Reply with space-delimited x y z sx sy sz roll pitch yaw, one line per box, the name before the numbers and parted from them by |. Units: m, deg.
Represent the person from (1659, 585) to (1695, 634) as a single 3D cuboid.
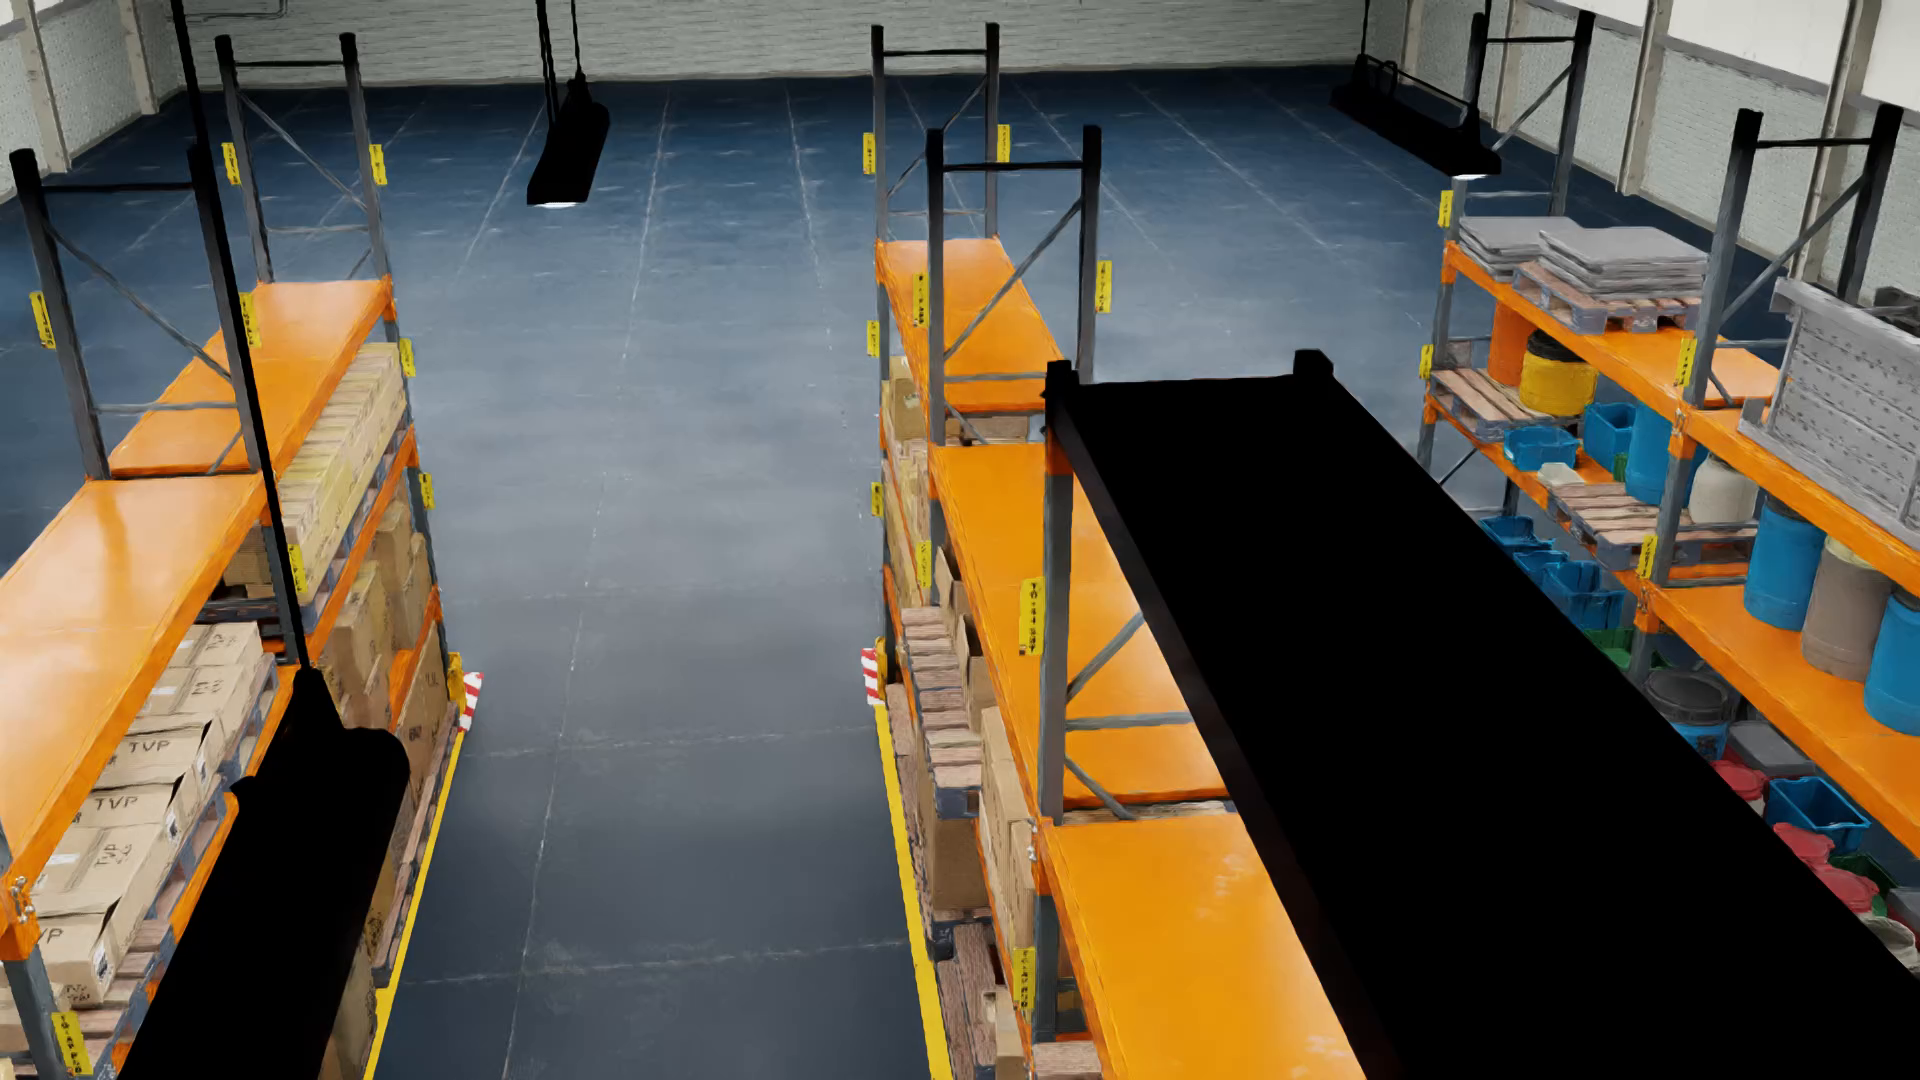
person | 7.070 0.043 16.302 0.450 1.789 0.605 -18 31 -33
